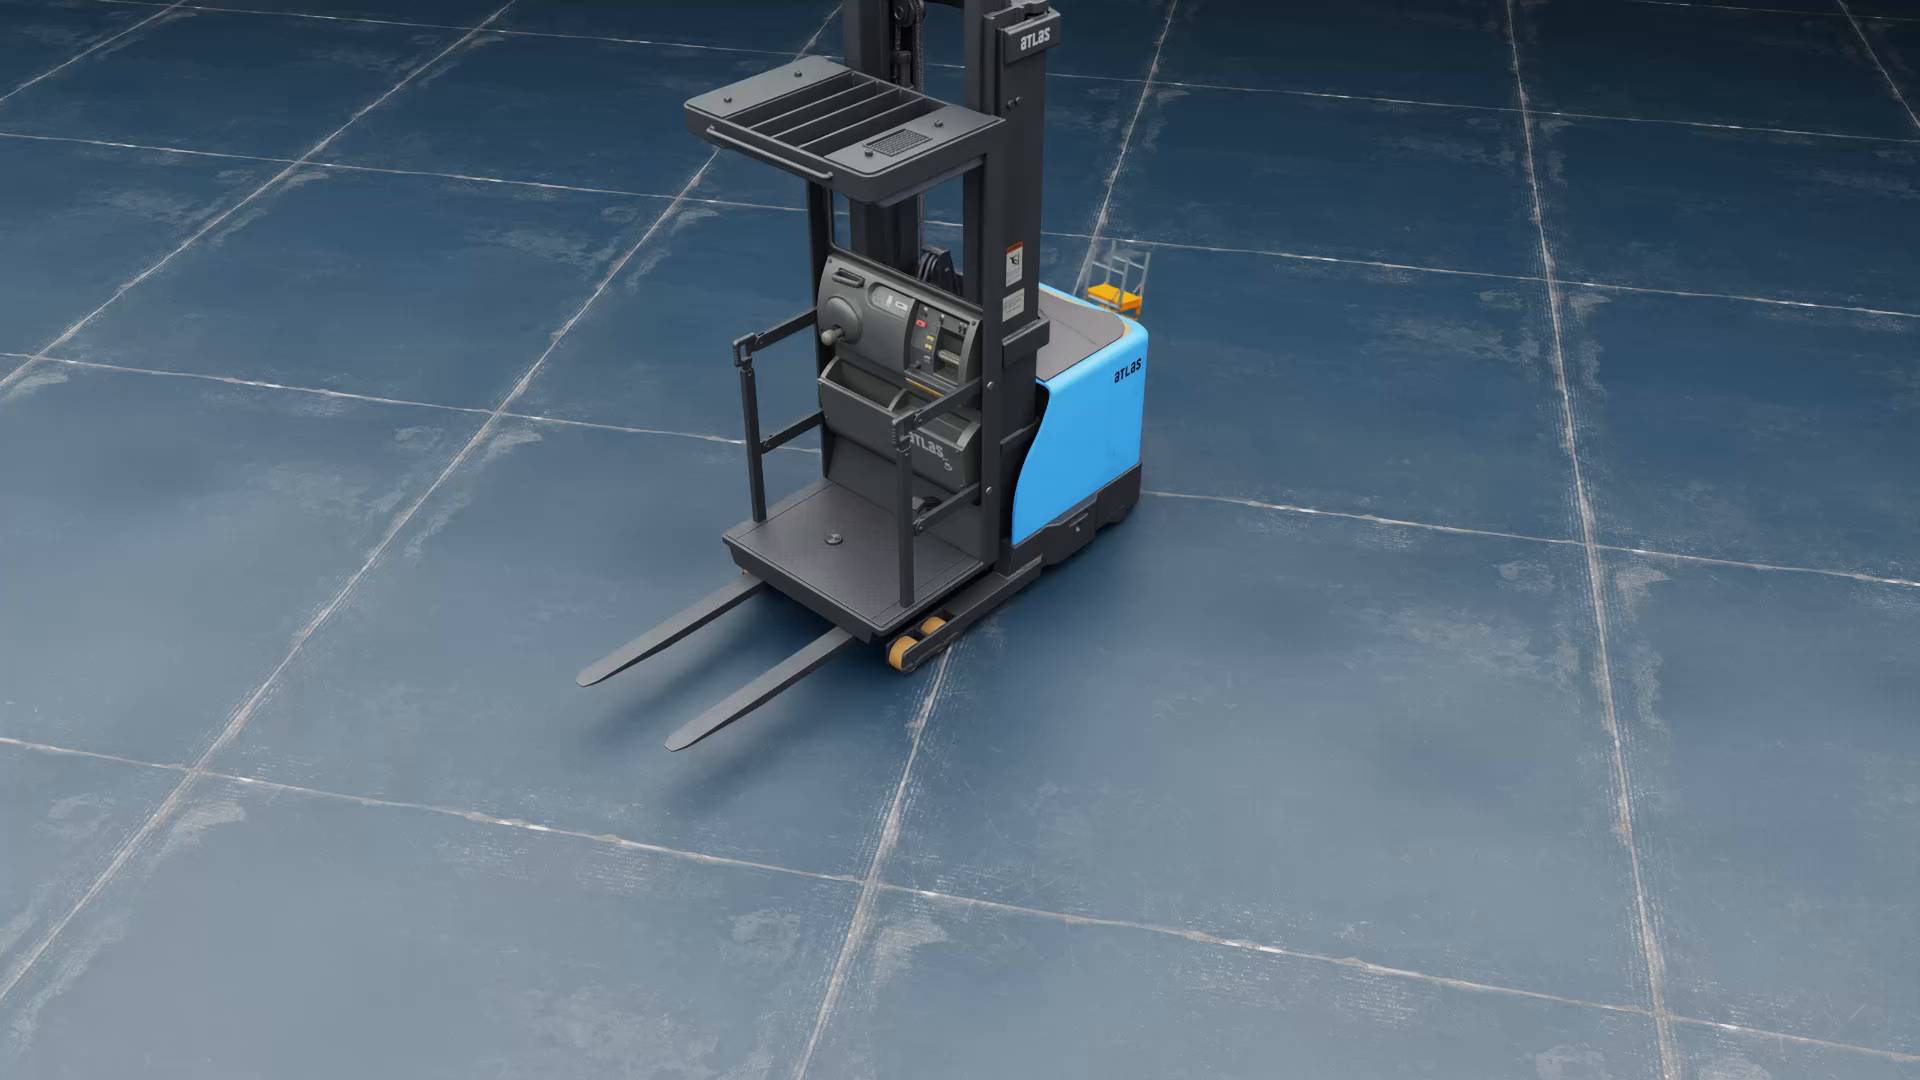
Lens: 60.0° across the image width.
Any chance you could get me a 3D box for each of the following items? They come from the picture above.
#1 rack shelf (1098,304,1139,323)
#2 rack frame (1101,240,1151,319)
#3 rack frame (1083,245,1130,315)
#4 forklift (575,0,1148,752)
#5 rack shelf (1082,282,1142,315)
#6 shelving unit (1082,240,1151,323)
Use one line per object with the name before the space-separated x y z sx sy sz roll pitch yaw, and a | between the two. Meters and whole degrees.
rack shelf | 0.776 -1.138 8.728 0.258 0.103 0.180 27 33 32
rack frame | 0.811 -0.991 8.883 0.240 1.200 0.006 27 33 32
rack frame | 0.692 -0.941 8.753 0.240 1.200 0.006 27 33 32
forklift | -0.425 -0.913 7.283 1.130 2.935 3.031 28 44 33
rack shelf | 0.792 -1.244 8.673 0.258 0.103 0.180 27 33 32
shelving unit | 0.751 -0.966 8.818 0.258 1.200 0.189 27 33 32
